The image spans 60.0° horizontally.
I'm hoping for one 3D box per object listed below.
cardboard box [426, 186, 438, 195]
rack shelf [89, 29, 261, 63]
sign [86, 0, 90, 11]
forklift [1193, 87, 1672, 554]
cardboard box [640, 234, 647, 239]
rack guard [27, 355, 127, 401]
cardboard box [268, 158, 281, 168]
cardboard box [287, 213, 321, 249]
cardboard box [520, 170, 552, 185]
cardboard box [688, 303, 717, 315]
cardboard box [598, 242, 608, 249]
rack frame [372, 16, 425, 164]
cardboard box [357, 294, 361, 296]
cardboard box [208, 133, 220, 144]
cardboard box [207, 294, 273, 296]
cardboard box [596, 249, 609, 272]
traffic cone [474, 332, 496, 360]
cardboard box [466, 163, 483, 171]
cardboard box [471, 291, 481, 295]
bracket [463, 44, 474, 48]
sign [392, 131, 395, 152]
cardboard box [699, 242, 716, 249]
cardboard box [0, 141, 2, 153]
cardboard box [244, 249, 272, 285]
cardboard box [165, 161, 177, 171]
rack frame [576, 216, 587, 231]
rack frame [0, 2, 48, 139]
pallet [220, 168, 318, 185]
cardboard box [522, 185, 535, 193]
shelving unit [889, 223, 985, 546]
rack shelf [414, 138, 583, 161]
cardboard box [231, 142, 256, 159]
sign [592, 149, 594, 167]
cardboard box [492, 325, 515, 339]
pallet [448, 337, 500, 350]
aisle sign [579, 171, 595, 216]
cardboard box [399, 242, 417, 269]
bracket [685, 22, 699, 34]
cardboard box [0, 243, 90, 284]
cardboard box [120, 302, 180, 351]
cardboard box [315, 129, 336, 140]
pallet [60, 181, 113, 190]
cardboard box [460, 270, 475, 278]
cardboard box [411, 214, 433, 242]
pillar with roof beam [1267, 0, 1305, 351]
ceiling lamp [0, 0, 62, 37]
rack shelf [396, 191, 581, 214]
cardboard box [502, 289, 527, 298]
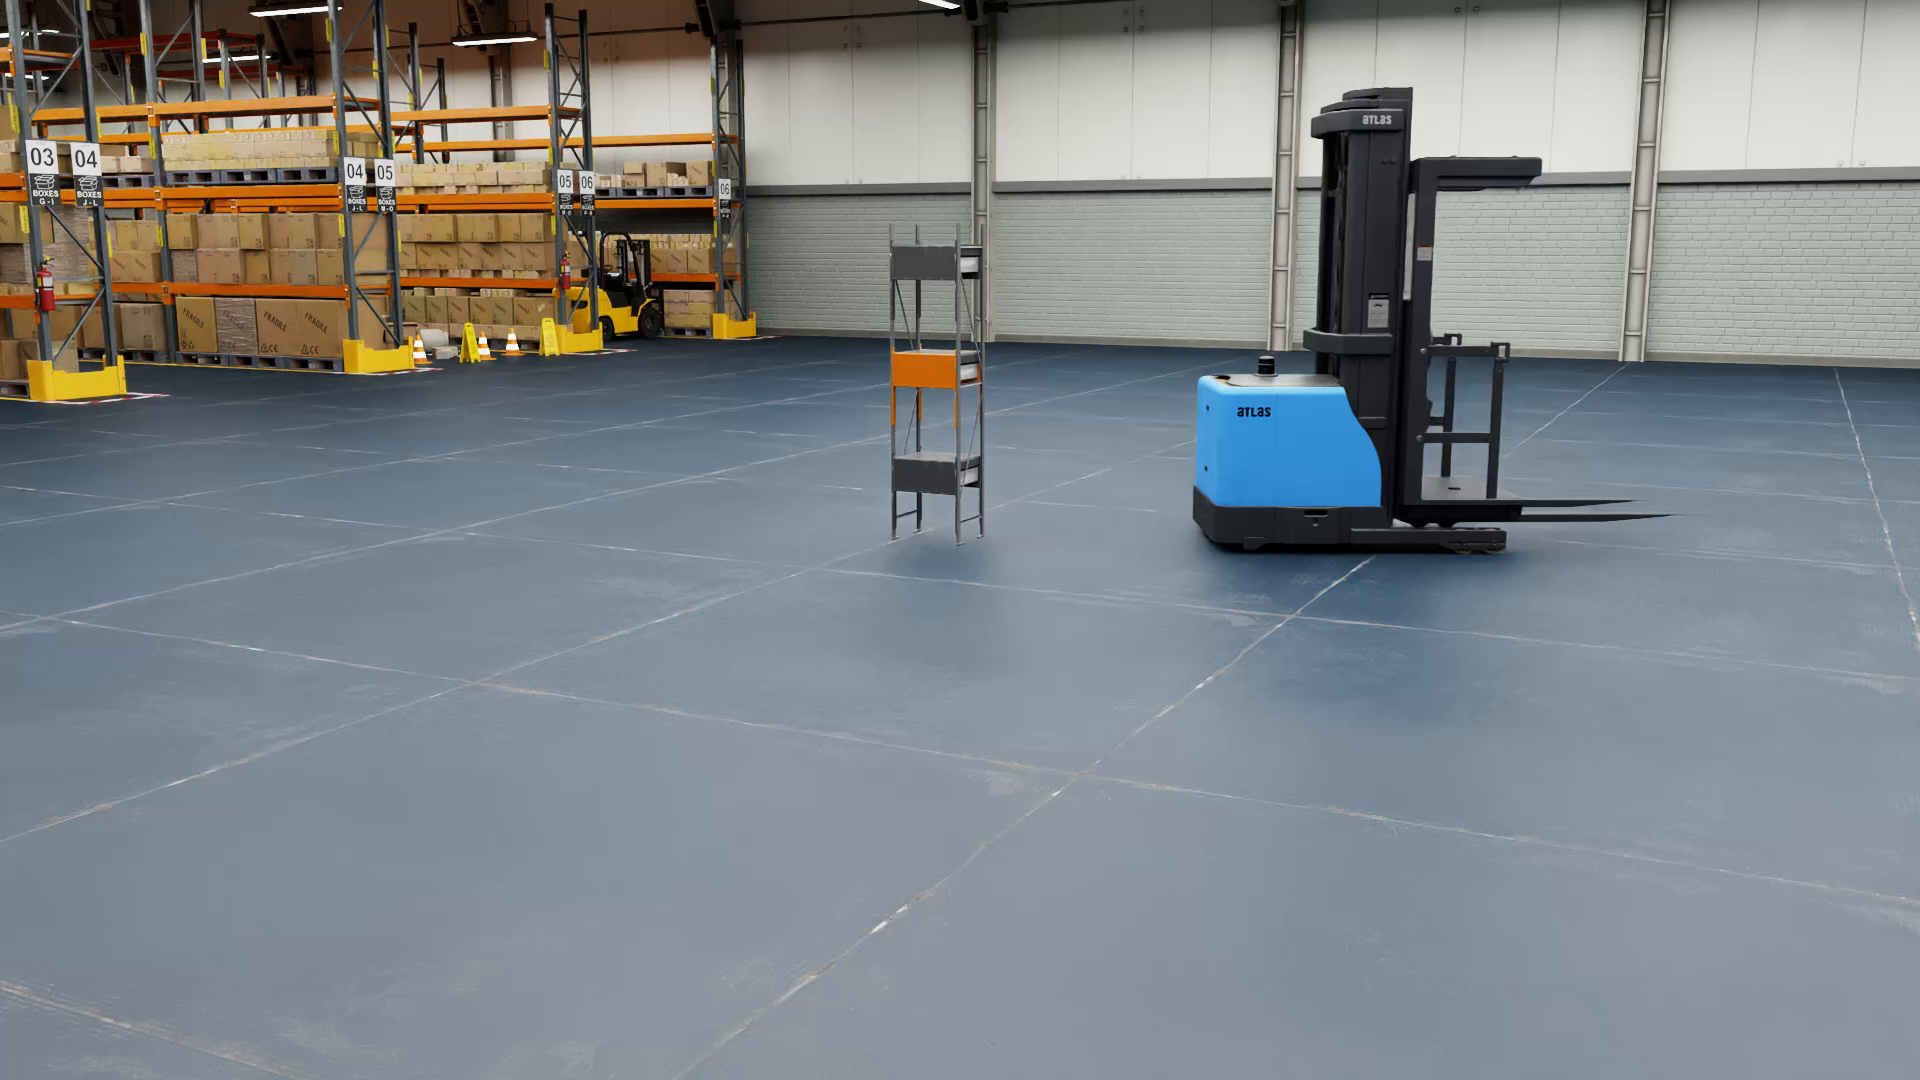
[{"bbox_3d":[-9.615,-6.443,30.691,0.250,0.149,0.380,5,12,28],"label":"cardboard box"},{"bbox_3d":[-15.855,-9.918,33.452,4.000,0.370,1.077,5,11,26],"label":"rack shelf"},{"bbox_3d":[-11.032,-6.851,20.973,0.005,0.325,0.100,5,11,26],"label":"sign"},{"bbox_3d":[3.147,-1.445,10.983,3.031,2.935,1.130,0,10,-1],"label":"forklift"},{"bbox_3d":[-6.487,-6.319,34.785,0.250,0.149,0.380,5,11,27],"label":"cardboard box"},{"bbox_3d":[-11.340,-2.090,21.375,0.348,0.500,1.175,5,11,26],"label":"rack guard"},{"bbox_3d":[-10.348,-5.759,25.450,0.250,0.149,0.380,5,11,25],"label":"cardboard box"},{"bbox_3d":[-9.836,-4.767,25.696,0.550,0.550,0.875,5,11,26],"label":"cardboard box"},{"bbox_3d":[-7.465,-6.443,29.569,0.500,0.250,0.500,5,11,25],"label":"cardboard box"},{"bbox_3d":[-5.269,-4.778,34.345,0.500,0.250,0.500,5,11,25],"label":"cardboard box"},{"bbox_3d":[-7.444,-6.239,35.177,0.250,0.149,0.380,5,12,27],"label":"cardboard box"},{"bbox_3d":[-10.474,-8.164,31.071,0.127,3.000,1.000,5,11,26],"label":"rack frame"},{"bbox_3d":[-13.798,-5.751,38.602,0.250,0.149,0.380,5,11,26],"label":"cardboard box"},{"bbox_3d":[-11.483,-6.251,25.931,0.250,0.149,0.380,5,11,26],"label":"cardboard box"},{"bbox_3d":[-14.644,-4.756,33.873,0.875,0.875,0.875,5,11,25],"label":"cardboard box"},{"bbox_3d":[-7.524,-5.939,35.343,0.500,0.500,0.500,5,12,27],"label":"cardboard box"},{"bbox_3d":[-8.030,-3.272,28.011,0.334,0.463,0.336,5,11,26],"label":"traffic cone"},{"bbox_3d":[-8.711,-6.737,30.073,0.250,0.149,0.380,5,12,27],"label":"cardboard box"},{"bbox_3d":[-10.726,-5.257,37.342,0.625,0.625,0.875,5,12,28],"label":"cardboard box"},{"bbox_3d":[-10.830,-11.061,36.969,0.430,0.232,0.235,5,11,26],"label":"bracket"},{"bbox_3d":[-8.736,-6.132,25.587,0.005,0.325,0.100,5,11,26],"label":"sign"},{"bbox_3d":[-5.129,-6.041,34.083,0.250,0.149,0.380,5,11,27],"label":"cardboard box"},{"bbox_3d":[-11.841,-4.924,20.892,0.250,0.149,0.380,5,11,24],"label":"cardboard box"},{"bbox_3d":[-10.783,-4.333,26.329,0.500,0.550,0.875,5,11,26],"label":"cardboard box"},{"bbox_3d":[-12.398,-5.939,26.444,0.250,0.149,0.380,5,11,25],"label":"cardboard box"},{"bbox_3d":[-8.281,-6.005,35.987,0.127,3.000,1.000,5,11,26],"label":"rack frame"},{"bbox_3d":[-16.161,-7.681,28.401,0.127,3.000,1.000,5,11,26],"label":"rack frame"},{"bbox_3d":[-10.755,-5.683,26.036,1.213,0.211,1.003,5,11,26],"label":"pallet"},{"bbox_3d":[-7.568,-6.247,29.607,0.250,0.149,0.380,5,11,26],"label":"cardboard box"},{"bbox_3d":[-0.148,-1.046,11.115,0.503,2.100,0.431,5,11,26],"label":"shelving unit"},{"bbox_3d":[-10.075,-8.564,36.424,4.000,0.370,1.077,5,11,26],"label":"rack shelf"},{"bbox_3d":[-10.899,-6.016,25.750,0.500,0.250,0.500,5,11,26],"label":"cardboard box"},{"bbox_3d":[-6.647,-6.890,29.998,0.005,0.325,0.100,5,11,26],"label":"sign"},{"bbox_3d":[-8.192,-3.813,30.419,0.500,0.250,0.500,5,11,26],"label":"cardboard box"},{"bbox_3d":[-8.758,-3.697,31.063,1.213,0.211,1.003,5,11,26],"label":"pallet"},{"bbox_3d":[-6.694,-6.221,29.879,0.004,0.787,0.394,5,11,26],"label":"aisle sign"},{"bbox_3d":[-10.203,-5.328,31.133,0.500,0.500,0.500,5,11,26],"label":"cardboard box"},{"bbox_3d":[-5.449,-10.588,34.357,0.430,0.232,0.235,5,11,26],"label":"bracket"},{"bbox_3d":[-11.753,-3.557,21.347,0.500,0.500,0.875,5,11,26],"label":"cardboard box"},{"bbox_3d":[-13.170,-3.548,27.547,0.750,0.750,1.050,5,11,26],"label":"cardboard box"},{"bbox_3d":[-9.439,-6.071,24.937,0.250,0.149,0.380,5,11,26],"label":"cardboard box"},{"bbox_3d":[-14.556,-5.982,27.967,1.213,0.211,1.003,6,12,28],"label":"pallet"},{"bbox_3d":[-8.952,-4.895,30.558,0.250,0.149,0.380,5,11,26],"label":"cardboard box"},{"bbox_3d":[-9.727,-5.787,30.857,0.500,0.500,0.700,5,11,26],"label":"cardboard box"},{"bbox_3d":[3.937,-7.208,25.786,0.548,9.000,9.100,5,11,26],"label":"pillar with roof beam"},{"bbox_3d":[-17.866,-11.252,31.744,2.000,3.185,0.800,5,11,26],"label":"ceiling lamp"},{"bbox_3d":[-8.681,-6.176,30.532,4.000,0.370,1.077,5,11,26],"label":"rack shelf"},{"bbox_3d":[-8.080,-4.478,30.166,0.250,0.149,0.380,5,12,27],"label":"cardboard box"}]
